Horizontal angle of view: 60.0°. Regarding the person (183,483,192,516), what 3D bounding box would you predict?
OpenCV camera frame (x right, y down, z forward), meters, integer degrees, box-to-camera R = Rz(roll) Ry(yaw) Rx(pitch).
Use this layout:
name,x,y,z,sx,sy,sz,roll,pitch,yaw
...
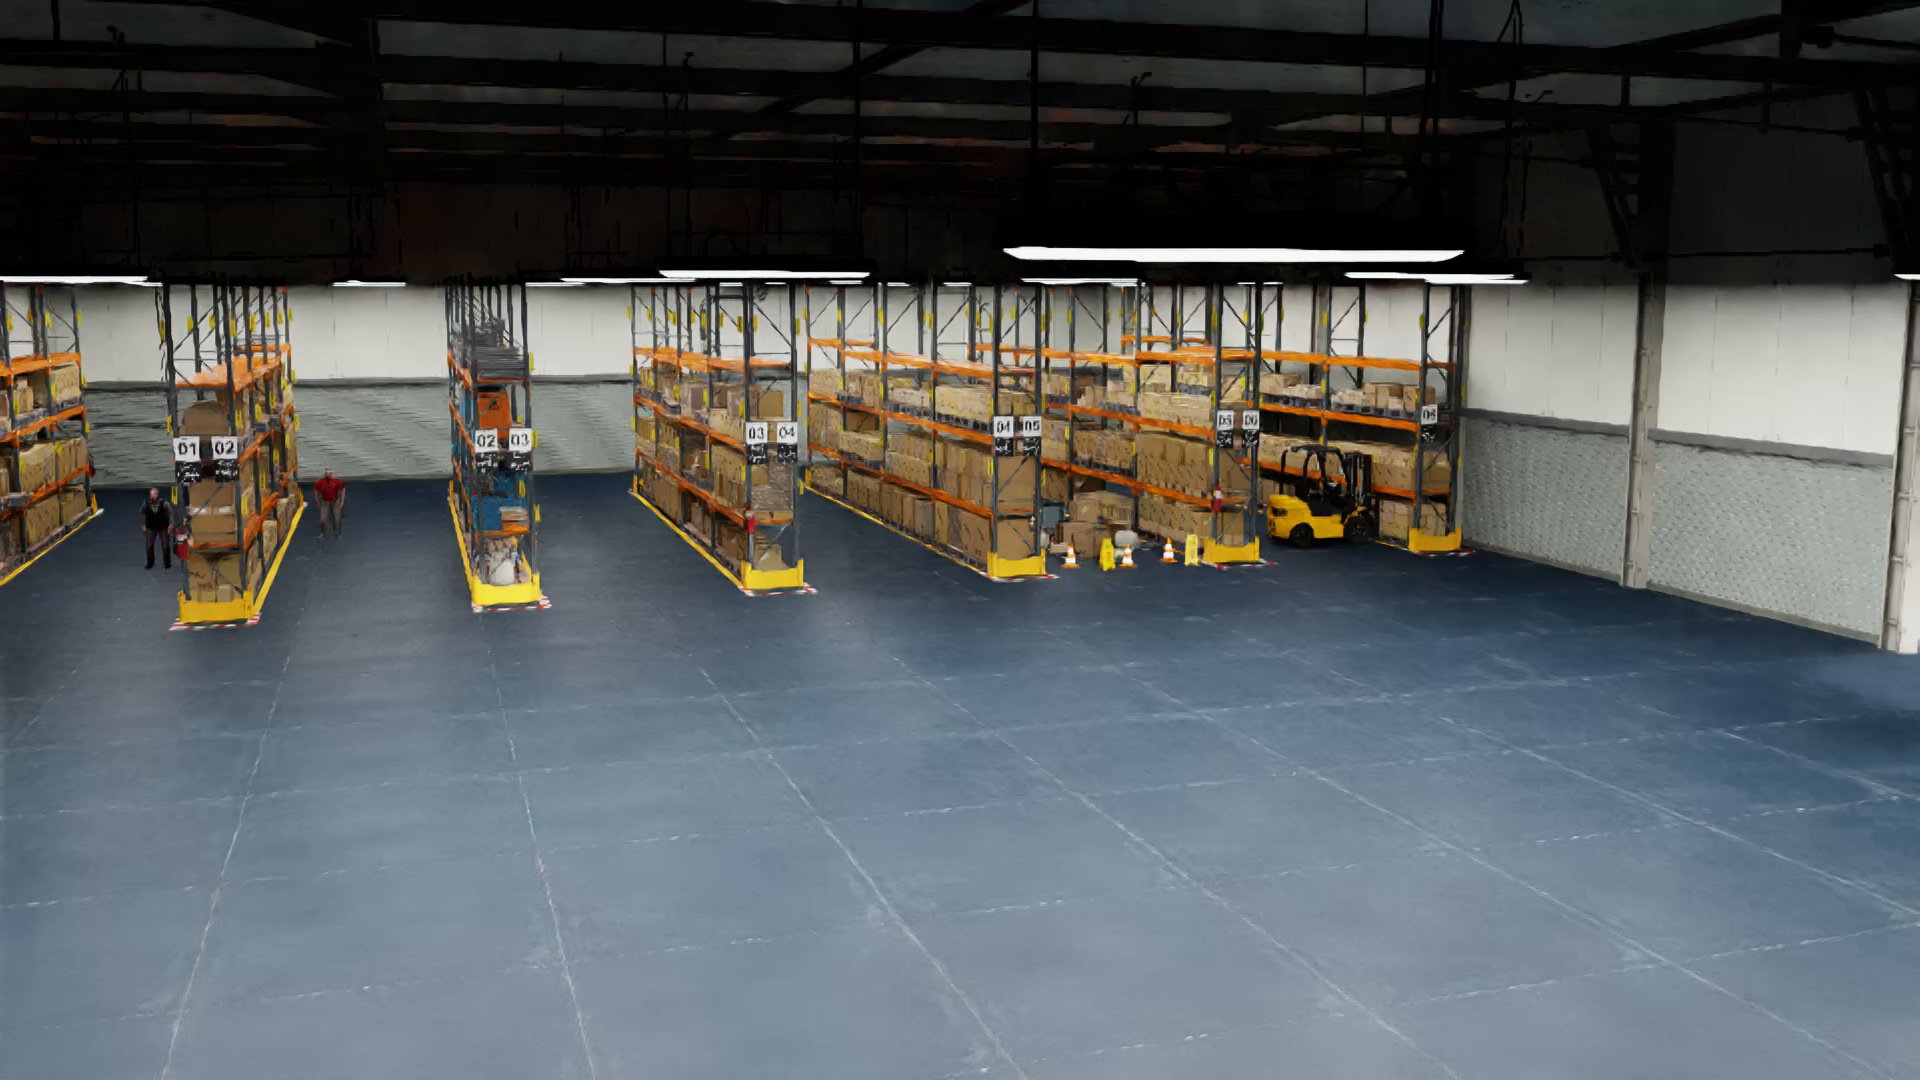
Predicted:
name,x,y,z,sx,sy,sz,roll,pitch,yaw
person,-19.562,-1.416,42.050,0.495,1.589,1.086,-2,9,-15

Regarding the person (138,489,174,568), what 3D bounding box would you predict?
name,x,y,z,sx,sy,sz,roll,pitch,yaw
person,-16.494,-0.238,34.172,0.677,1.671,0.534,-3,9,-19

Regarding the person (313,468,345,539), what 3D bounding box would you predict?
name,x,y,z,sx,sy,sz,roll,pitch,yaw
person,-14.440,-0.837,38.100,0.682,1.676,0.535,-3,9,-20
